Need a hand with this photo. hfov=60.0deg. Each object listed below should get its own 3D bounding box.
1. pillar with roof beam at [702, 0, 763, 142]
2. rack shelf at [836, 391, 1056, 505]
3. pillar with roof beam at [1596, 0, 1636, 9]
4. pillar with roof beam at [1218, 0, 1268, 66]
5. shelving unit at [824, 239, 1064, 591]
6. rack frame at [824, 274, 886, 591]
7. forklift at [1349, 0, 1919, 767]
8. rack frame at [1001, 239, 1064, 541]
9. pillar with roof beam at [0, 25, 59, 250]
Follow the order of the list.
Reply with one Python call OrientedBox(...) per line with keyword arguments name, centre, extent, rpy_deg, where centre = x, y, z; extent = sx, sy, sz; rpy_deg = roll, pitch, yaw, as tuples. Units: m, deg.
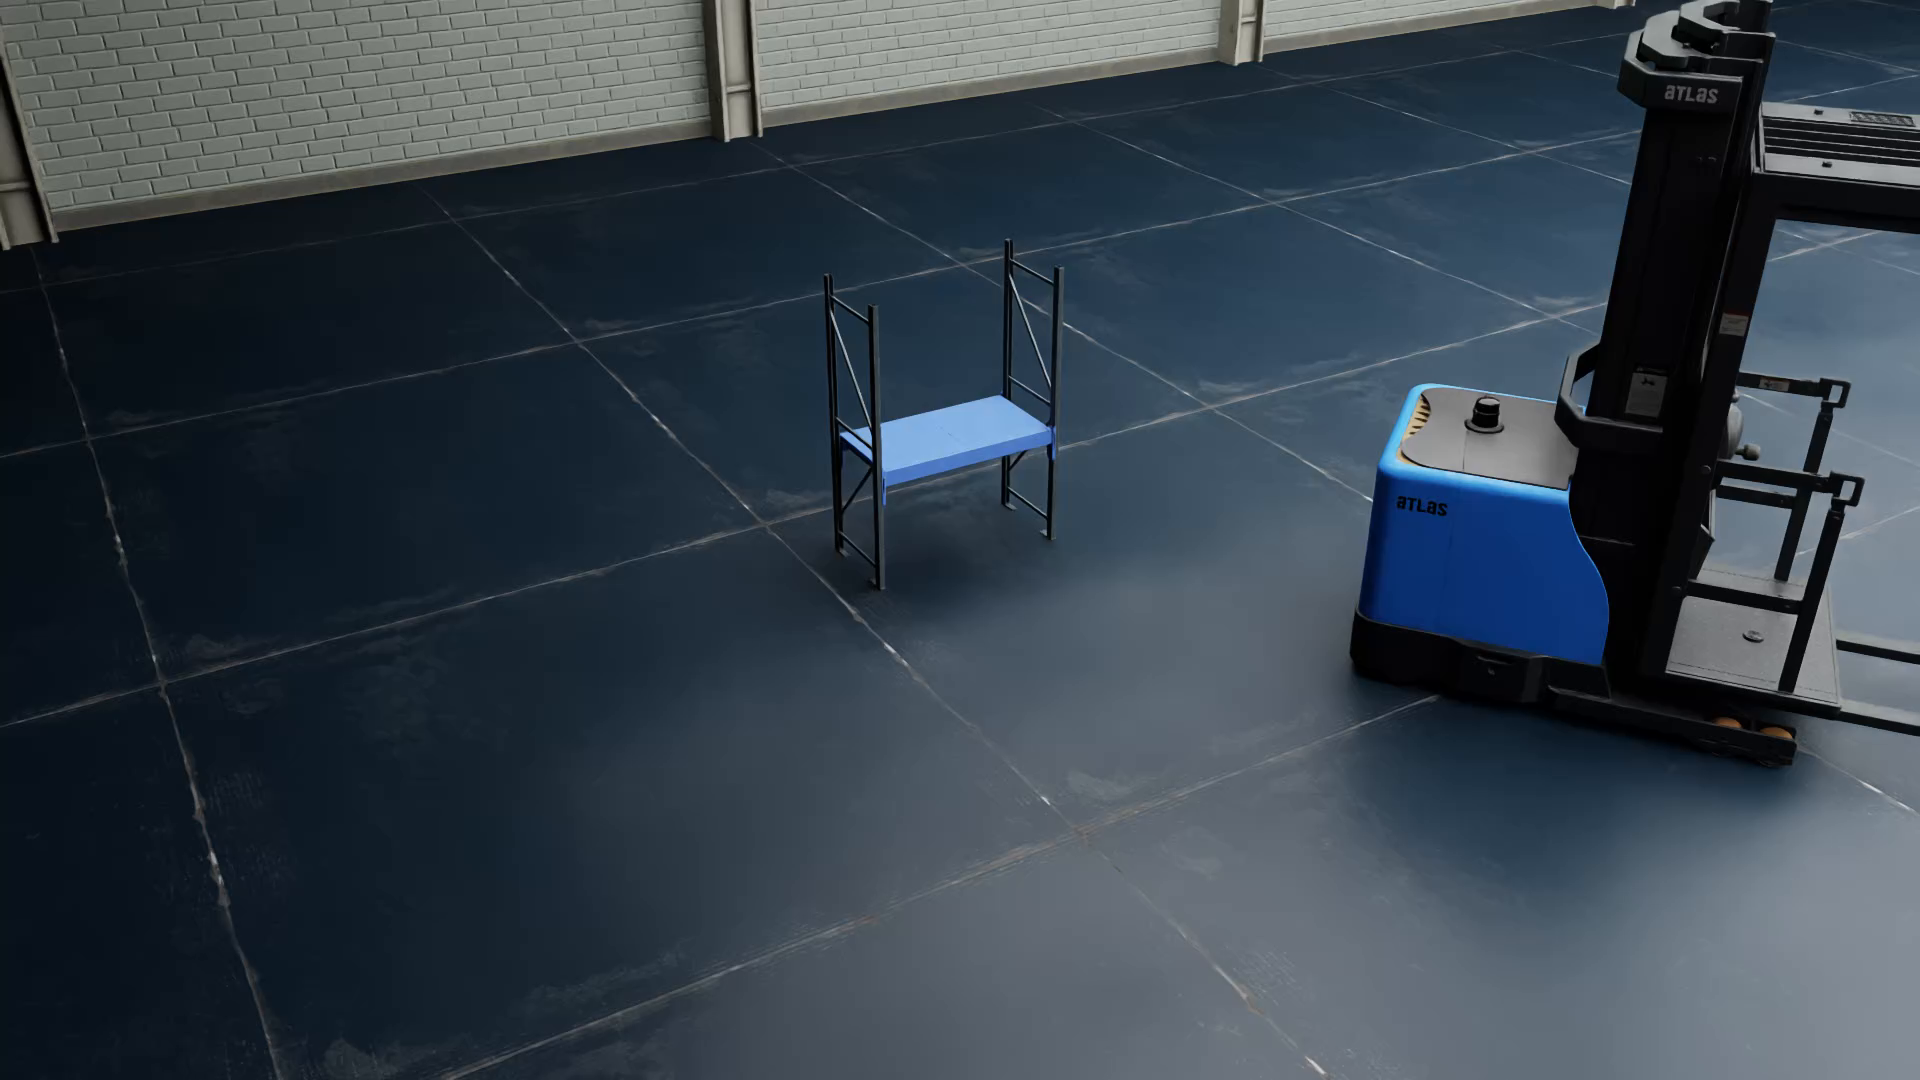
OrientedBox(name="pillar with roof beam", centre=(0.087, -5.952, 10.222), extent=(0.400, 9.000, 9.100), rpy_deg=(-16, 33, -26))
OrientedBox(name="rack shelf", centre=(-0.074, -0.478, 8.437), extent=(1.000, 0.185, 0.538), rpy_deg=(-16, 33, -26))
OrientedBox(name="pillar with roof beam", centre=(10.433, -8.890, 15.545), extent=(0.400, 9.000, 9.100), rpy_deg=(-16, 33, -26))
OrientedBox(name="pillar with roof beam", centre=(5.260, -7.421, 12.883), extent=(0.400, 9.000, 9.100), rpy_deg=(-16, 33, -26))
OrientedBox(name="shelving unit", centre=(-0.074, -0.636, 8.350), extent=(1.048, 1.500, 0.538), rpy_deg=(-16, 33, -26))
OrientedBox(name="rack frame", centre=(-0.512, -0.511, 8.124), extent=(0.032, 1.500, 0.500), rpy_deg=(-16, 33, -26))
OrientedBox(name="forklift", centre=(3.359, -0.617, 6.835), extent=(3.031, 2.935, 1.130), rpy_deg=(11, 31, 19))
OrientedBox(name="rack frame", centre=(0.365, -0.760, 8.575), extent=(0.032, 1.500, 0.500), rpy_deg=(-16, 33, -26))
OrientedBox(name="pillar with roof beam", centre=(-5.087, -4.484, 7.561), extent=(0.400, 9.000, 9.100), rpy_deg=(-16, 33, -26))
